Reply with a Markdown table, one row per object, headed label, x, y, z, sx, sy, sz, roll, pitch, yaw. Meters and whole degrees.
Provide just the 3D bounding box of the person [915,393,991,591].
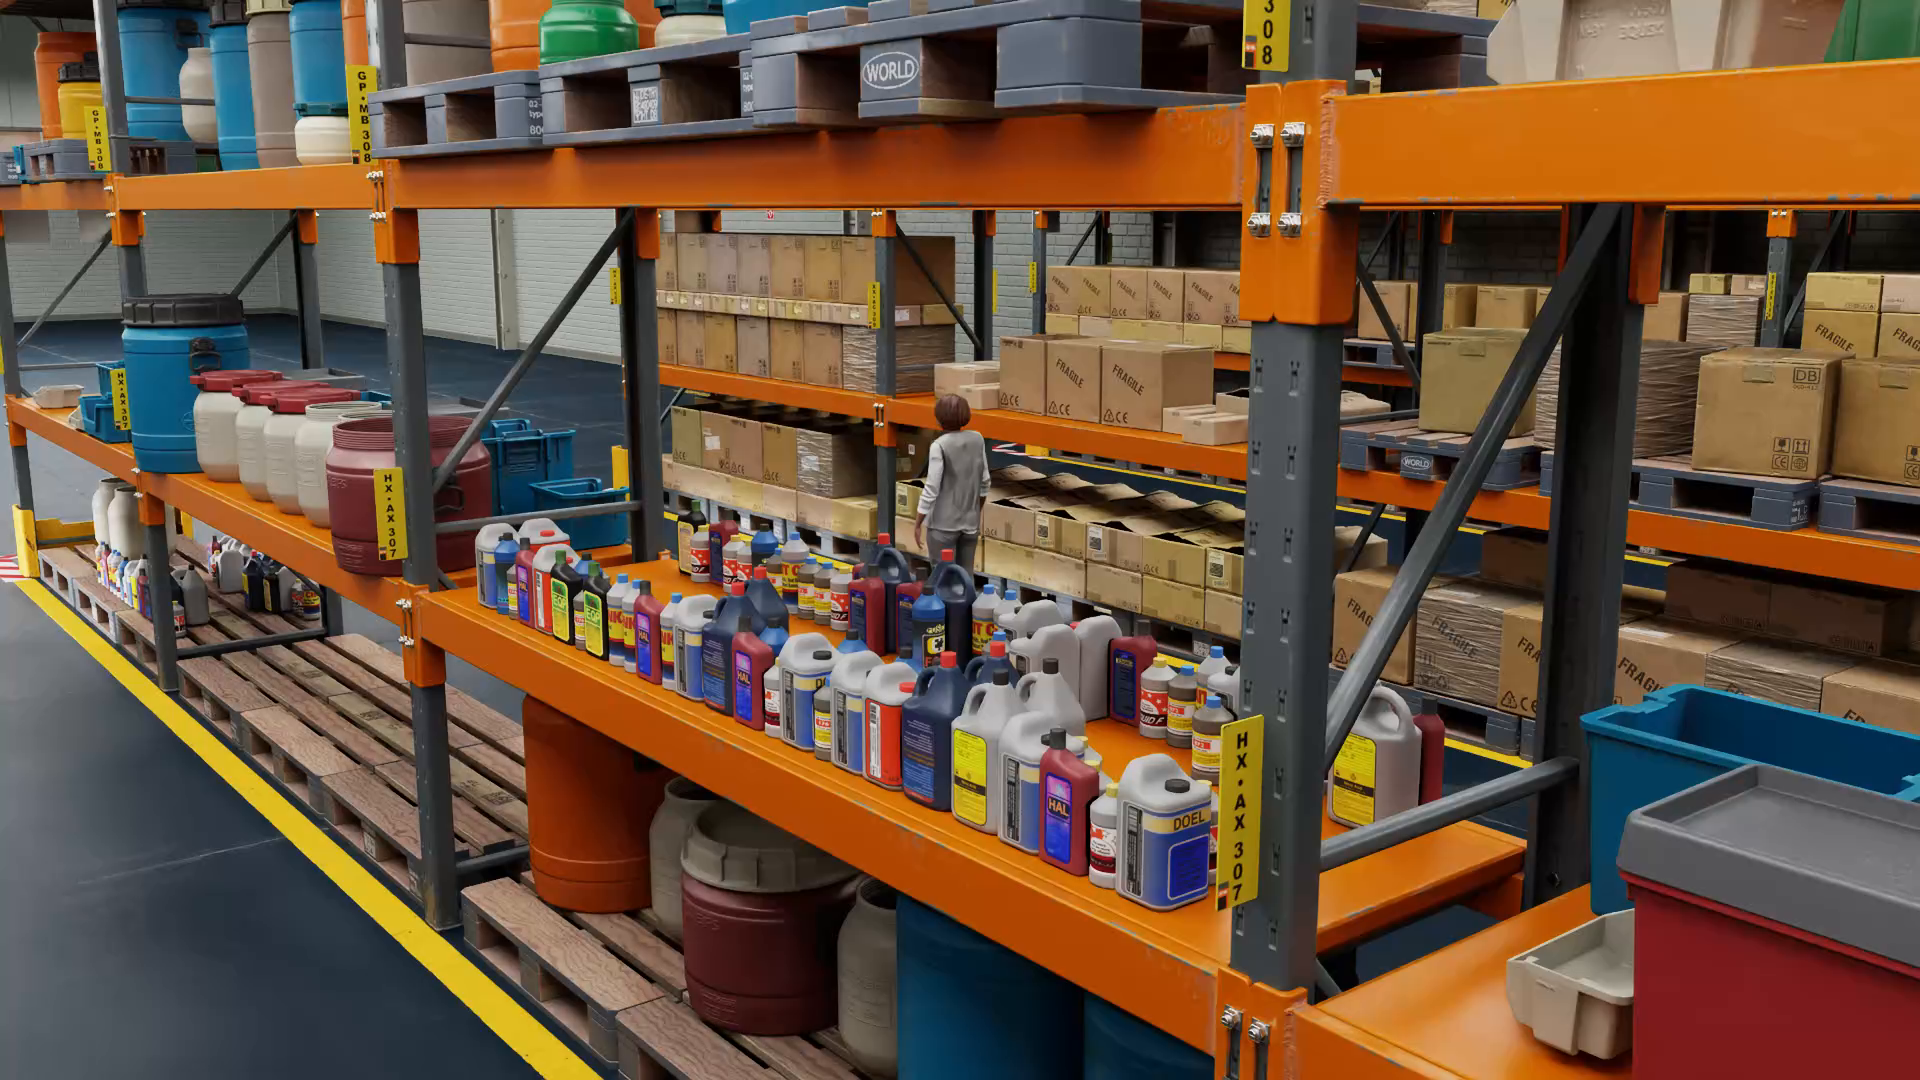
| label | x | y | z | sx | sy | sz | roll | pitch | yaw |
| --- | --- | --- | --- | --- | --- | --- | --- | --- | --- |
| person | -0.084 | -0.090 | 9.873 | 0.520 | 1.596 | 0.475 | -9 | 14 | -37 |
